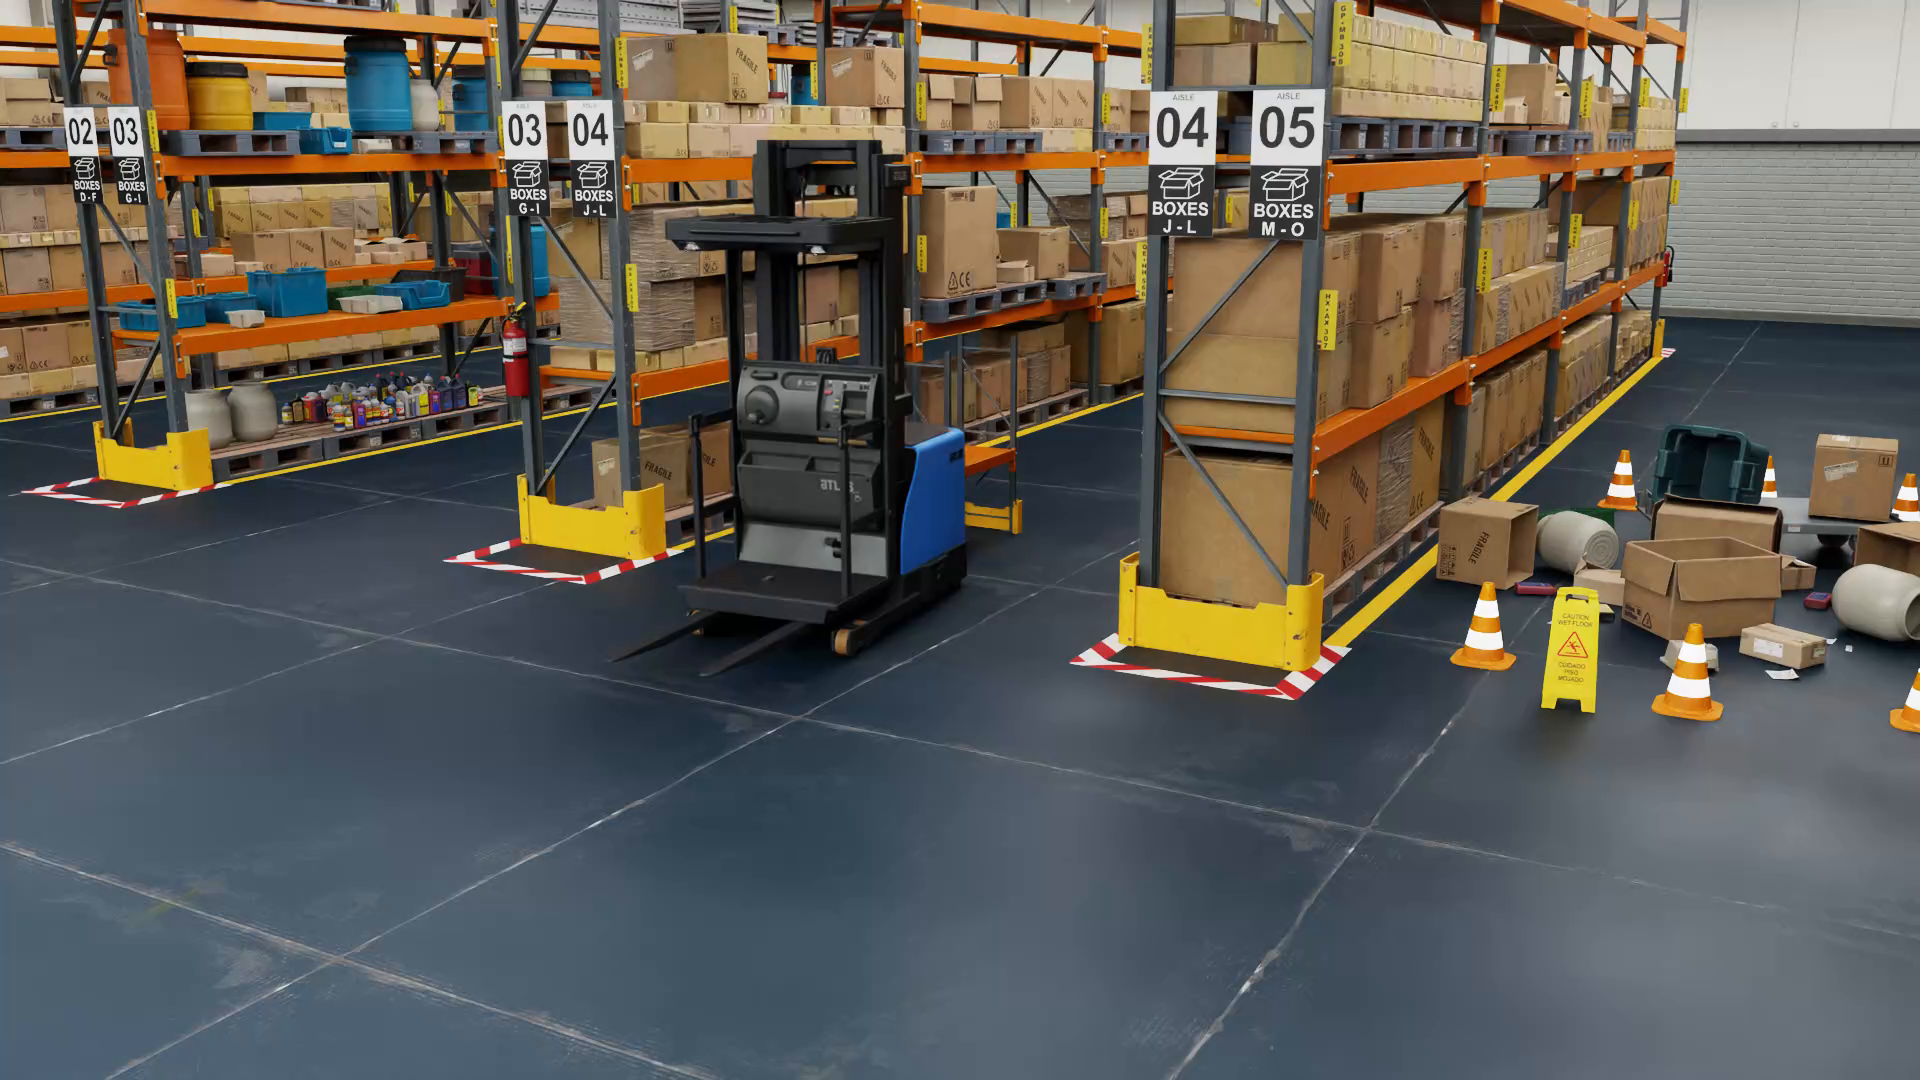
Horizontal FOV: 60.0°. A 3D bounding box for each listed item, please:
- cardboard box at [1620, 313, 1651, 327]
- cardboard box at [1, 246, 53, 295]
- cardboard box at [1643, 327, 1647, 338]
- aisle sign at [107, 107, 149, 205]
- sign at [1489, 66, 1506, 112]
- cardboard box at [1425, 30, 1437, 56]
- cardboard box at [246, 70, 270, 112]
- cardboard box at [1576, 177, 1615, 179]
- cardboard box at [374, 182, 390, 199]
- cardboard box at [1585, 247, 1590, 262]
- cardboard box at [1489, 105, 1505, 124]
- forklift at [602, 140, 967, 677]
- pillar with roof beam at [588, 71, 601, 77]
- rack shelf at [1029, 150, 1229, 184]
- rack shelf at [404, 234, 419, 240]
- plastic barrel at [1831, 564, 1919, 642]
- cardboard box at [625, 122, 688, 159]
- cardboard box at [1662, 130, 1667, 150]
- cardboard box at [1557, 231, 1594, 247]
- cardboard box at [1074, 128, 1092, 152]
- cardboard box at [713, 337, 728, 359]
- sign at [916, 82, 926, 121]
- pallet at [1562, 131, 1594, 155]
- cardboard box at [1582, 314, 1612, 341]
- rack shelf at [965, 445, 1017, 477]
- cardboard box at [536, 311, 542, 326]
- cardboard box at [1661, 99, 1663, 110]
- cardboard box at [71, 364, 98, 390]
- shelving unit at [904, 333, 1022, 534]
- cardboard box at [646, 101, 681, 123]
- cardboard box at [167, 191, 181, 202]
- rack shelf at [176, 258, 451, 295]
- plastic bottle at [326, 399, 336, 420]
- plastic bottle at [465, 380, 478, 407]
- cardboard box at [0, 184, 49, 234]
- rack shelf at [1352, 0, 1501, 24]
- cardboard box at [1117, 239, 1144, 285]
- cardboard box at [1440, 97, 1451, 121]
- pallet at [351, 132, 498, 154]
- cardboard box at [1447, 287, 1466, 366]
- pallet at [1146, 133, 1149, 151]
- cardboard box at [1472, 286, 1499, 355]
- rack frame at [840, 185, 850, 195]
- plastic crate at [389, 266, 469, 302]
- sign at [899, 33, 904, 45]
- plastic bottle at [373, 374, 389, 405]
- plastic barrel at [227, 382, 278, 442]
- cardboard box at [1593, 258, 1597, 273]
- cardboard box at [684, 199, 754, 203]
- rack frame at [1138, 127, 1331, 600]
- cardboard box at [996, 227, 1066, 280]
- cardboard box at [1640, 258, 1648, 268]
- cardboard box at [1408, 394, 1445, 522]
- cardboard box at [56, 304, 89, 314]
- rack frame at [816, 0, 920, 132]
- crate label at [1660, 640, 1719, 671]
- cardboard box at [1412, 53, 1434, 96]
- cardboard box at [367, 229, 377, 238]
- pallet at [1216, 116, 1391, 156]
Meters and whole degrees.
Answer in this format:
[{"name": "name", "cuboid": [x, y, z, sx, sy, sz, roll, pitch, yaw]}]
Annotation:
[{"name": "cardboard box", "cuboid": [9.049, -2.953, 22.299, 0.380, 0.149, 0.250, 7, 15, 27]}, {"name": "cardboard box", "cuboid": [-10.447, -2.979, 18.278, 0.700, 0.500, 0.500, 8, 16, 30]}, {"name": "cardboard box", "cuboid": [9.013, -2.811, 22.344, 0.380, 0.149, 0.250, 7, 15, 26]}, {"name": "aisle sign", "cuboid": [-6.874, -3.172, 13.745, 0.394, 0.787, 0.004, 7, 15, 28]}, {"name": "sign", "cuboid": [3.954, -3.319, 12.227, 0.100, 0.325, 0.005, 7, 15, 28]}, {"name": "cardboard box", "cuboid": [2.836, -3.187, 10.678, 0.380, 0.149, 0.250, 8, 16, 29]}, {"name": "cardboard box", "cuboid": [-8.908, -5.535, 20.515, 0.500, 0.500, 0.500, 9, 16, 33]}, {"name": "cardboard box", "cuboid": [8.310, -4.504, 21.835, 0.500, 0.500, 0.500, 7, 15, 27]}, {"name": "cardboard box", "cuboid": [-9.969, -5.984, 28.463, 0.500, 0.250, 0.500, 8, 16, 29]}, {"name": "cardboard box", "cuboid": [6.559, -3.077, 17.903, 0.380, 0.149, 0.250, 8, 16, 30]}, {"name": "cardboard box", "cuboid": [4.186, -3.407, 13.291, 0.250, 0.149, 0.380, 7, 15, 28]}, {"name": "forklift", "cuboid": [-1.006, -0.857, 9.836, 1.130, 2.935, 3.031, 6, 15, 23]}, {"name": "pillar with roof beam", "cuboid": [-3.716, -9.442, 32.499, 9.100, 9.000, 0.400, 7, 15, 28]}, {"name": "rack shelf", "cuboid": [2.075, -4.556, 20.164, 1.077, 0.370, 4.000, 7, 15, 28]}, {"name": "rack shelf", "cuboid": [-9.000, -5.602, 30.903, 1.077, 0.370, 4.000, 7, 15, 28]}, {"name": "plastic barrel", "cuboid": [5.589, 0.385, 10.035, 0.421, 0.421, 0.512, -5, 14, -20]}, {"name": "cardboard box", "cuboid": [-2.300, -2.850, 11.876, 0.500, 0.250, 0.500, 8, 16, 30]}, {"name": "cardboard box", "cuboid": [8.788, -5.152, 21.422, 0.500, 0.250, 0.500, 8, 16, 30]}, {"name": "cardboard box", "cuboid": [6.681, -3.274, 18.085, 0.380, 0.149, 0.250, 7, 15, 26]}, {"name": "cardboard box", "cuboid": [1.093, -4.297, 17.876, 0.500, 0.250, 0.500, 7, 15, 28]}, {"name": "cardboard box", "cuboid": [-1.912, -1.508, 12.923, 0.380, 0.149, 0.250, 7, 15, 28]}, {"name": "sign", "cuboid": [-0.347, -3.866, 14.665, 0.100, 0.325, 0.005, 7, 15, 28]}, {"name": "pallet", "cuboid": [5.136, -3.682, 15.410, 1.213, 0.211, 1.003, 8, 16, 31]}, {"name": "cardboard box", "cuboid": [7.196, -2.447, 19.120, 0.500, 0.250, 0.500, 7, 15, 27]}, {"name": "rack shelf", "cuboid": [-0.041, -0.537, 12.327, 0.538, 0.185, 1.000, 7, 15, 28]}, {"name": "cardboard box", "cuboid": [-6.597, -3.430, 24.755, 0.500, 0.500, 0.500, 7, 15, 27]}, {"name": "cardboard box", "cuboid": [8.828, -5.612, 21.415, 0.380, 0.149, 0.250, 7, 15, 27]}, {"name": "cardboard box", "cuboid": [-10.008, -1.881, 18.906, 0.500, 0.250, 0.500, 7, 15, 28]}, {"name": "shelving unit", "cuboid": [-0.037, -0.713, 12.293, 0.587, 1.500, 1.083, 7, 15, 28]}, {"name": "cardboard box", "cuboid": [-2.214, -3.047, 11.841, 0.380, 0.149, 0.250, 8, 16, 29]}, {"name": "cardboard box", "cuboid": [-12.041, -5.224, 25.266, 0.380, 0.149, 0.250, 5, 15, 21]}, {"name": "rack shelf", "cuboid": [-8.529, -3.400, 21.770, 1.077, 0.370, 4.000, 7, 15, 28]}, {"name": "plastic bottle", "cuboid": [-6.260, -1.303, 16.571, 0.097, 0.201, 0.097, 0, 14, 0]}, {"name": "plastic bottle", "cuboid": [-5.105, -1.534, 17.355, 0.061, 0.283, 0.133, 8, 16, 31]}, {"name": "cardboard box", "cuboid": [-10.433, -3.618, 18.158, 0.700, 0.500, 0.500, 7, 15, 28]}, {"name": "rack shelf", "cuboid": [2.500, -3.595, 10.634, 1.077, 0.370, 4.000, 7, 15, 28]}, {"name": "cardboard box", "cuboid": [1.828, -3.260, 19.443, 0.500, 0.500, 0.500, 7, 15, 27]}, {"name": "cardboard box", "cuboid": [3.080, -2.903, 11.201, 0.380, 0.149, 0.250, 8, 16, 29]}, {"name": "pallet", "cuboid": [-5.425, -3.985, 16.664, 1.213, 0.211, 1.003, 7, 15, 28]}, {"name": "cardboard box", "cuboid": [3.299, -1.629, 12.571, 0.875, 0.550, 0.550, 7, 15, 28]}, {"name": "pallet", "cuboid": [1.911, -4.771, 19.926, 1.003, 0.211, 1.213, 8, 16, 31]}, {"name": "cardboard box", "cuboid": [3.957, -1.759, 13.218, 0.500, 0.500, 0.500, 8, 15, 29]}, {"name": "rack frame", "cuboid": [-1.294, -4.419, 24.461, 1.000, 3.000, 0.127, 7, 15, 28]}, {"name": "plastic crate", "cuboid": [-5.526, -2.654, 17.275, 0.767, 0.338, 0.504, 7, 15, 28]}, {"name": "sign", "cuboid": [-0.814, -7.171, 23.522, 0.100, 0.325, 0.005, 7, 15, 28]}, {"name": "plastic bottle", "cuboid": [-6.006, -1.546, 17.259, 0.144, 0.351, 0.185, 7, 15, 26]}, {"name": "plastic barrel", "cuboid": [-6.602, -1.198, 15.514, 0.421, 0.512, 0.421, 0, 14, 0]}, {"name": "cardboard box", "cuboid": [6.818, -3.039, 18.381, 0.380, 0.149, 0.250, 7, 15, 26]}, {"name": "cardboard box", "cuboid": [-1.980, -2.523, 13.616, 0.500, 0.500, 0.500, 7, 15, 28]}, {"name": "rack frame", "cuboid": [1.534, -0.813, 9.504, 1.000, 3.000, 0.127, 7, 15, 28]}, {"name": "cardboard box", "cuboid": [0.700, -3.048, 17.668, 0.700, 0.500, 0.500, 10, 17, 36]}, {"name": "cardboard box", "cuboid": [8.841, -3.669, 21.887, 0.380, 0.149, 0.250, 7, 15, 26]}, {"name": "cardboard box", "cuboid": [3.102, -0.683, 12.606, 0.875, 0.875, 0.875, 8, 16, 29]}, {"name": "cardboard box", "cuboid": [-13.005, -3.263, 24.063, 0.700, 0.500, 0.500, 8, 15, 29]}, {"name": "rack frame", "cuboid": [-0.826, -5.132, 14.622, 1.000, 3.000, 0.127, 7, 15, 28]}, {"name": "crate label", "cuboid": [4.184, 0.660, 9.502, 0.250, 0.136, 0.298, 0, 14, -1]}, {"name": "cardboard box", "cuboid": [2.723, -2.976, 10.654, 0.500, 0.250, 0.500, 7, 15, 28]}, {"name": "cardboard box", "cuboid": [-10.148, -5.225, 28.298, 0.380, 0.149, 0.250, 8, 16, 30]}, {"name": "pallet", "cuboid": [1.883, -2.381, 9.799, 1.003, 0.211, 1.213, 7, 15, 28]}]
